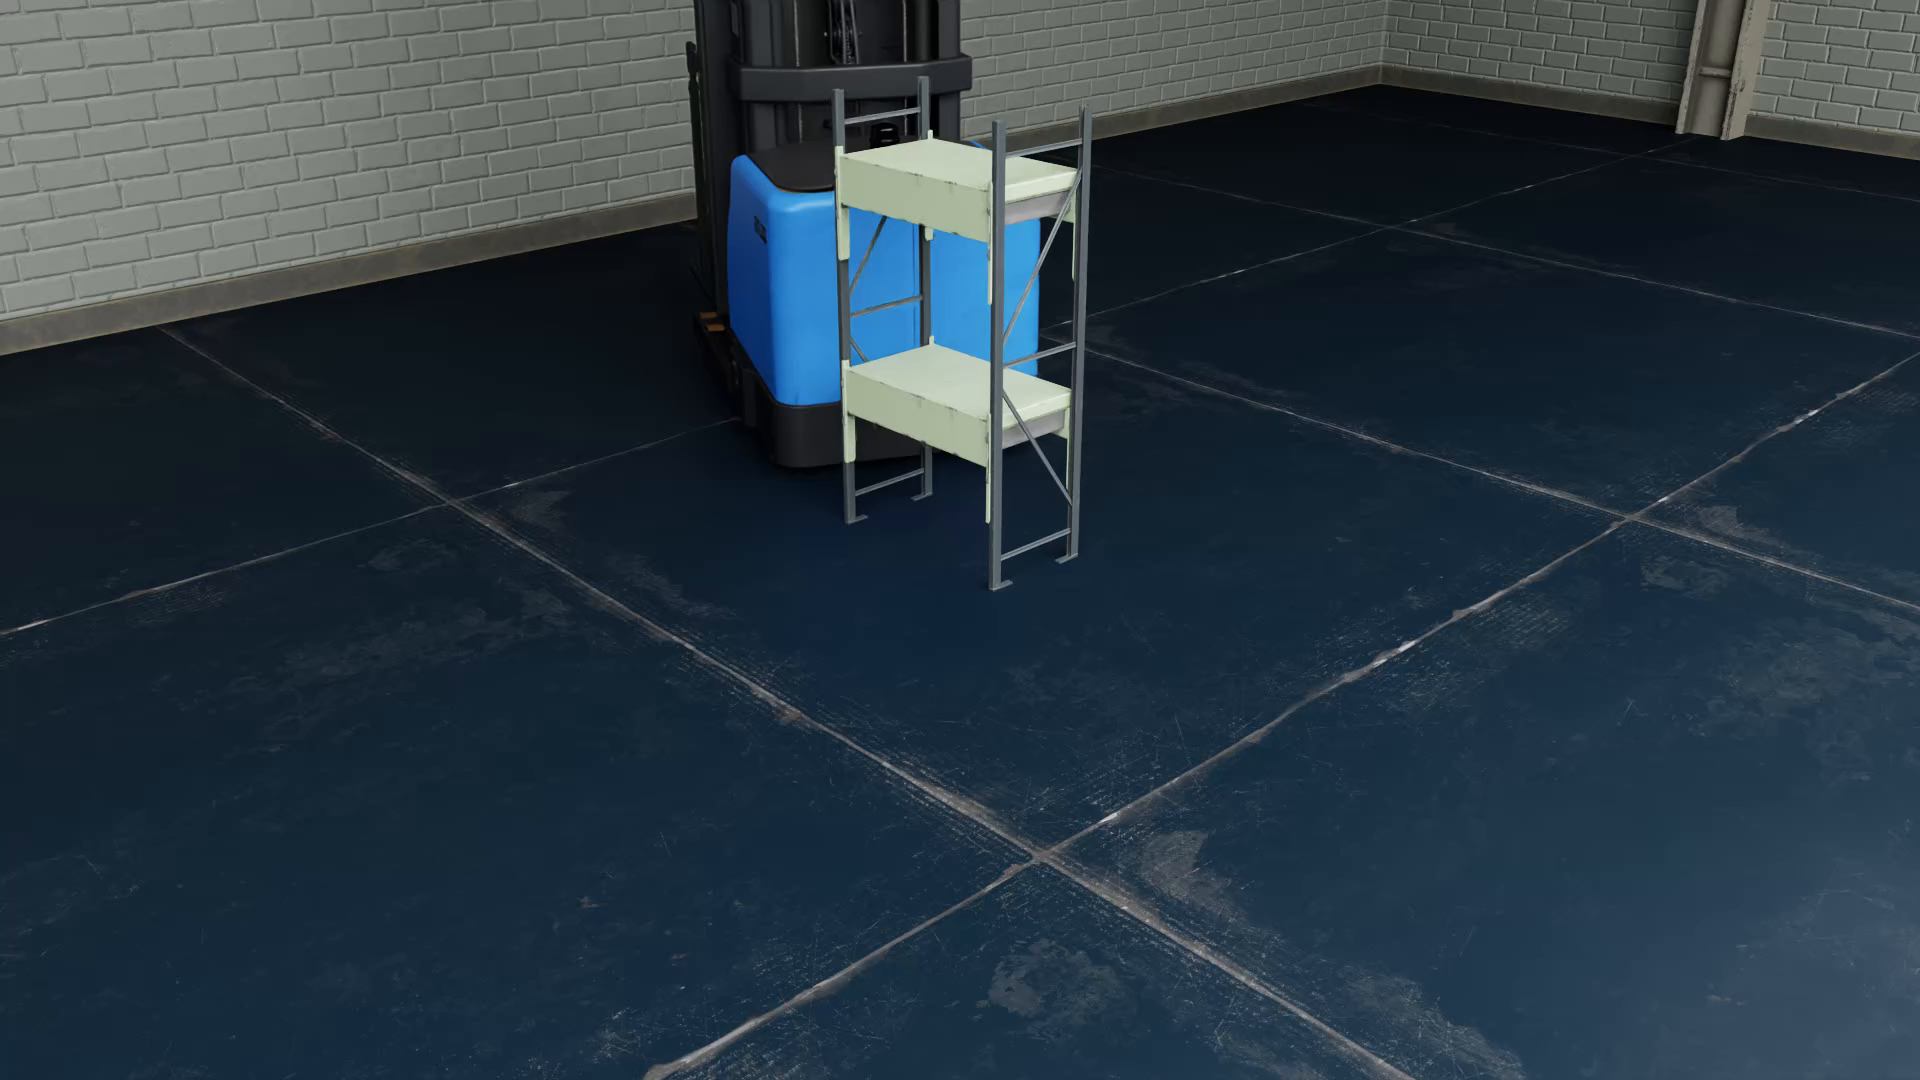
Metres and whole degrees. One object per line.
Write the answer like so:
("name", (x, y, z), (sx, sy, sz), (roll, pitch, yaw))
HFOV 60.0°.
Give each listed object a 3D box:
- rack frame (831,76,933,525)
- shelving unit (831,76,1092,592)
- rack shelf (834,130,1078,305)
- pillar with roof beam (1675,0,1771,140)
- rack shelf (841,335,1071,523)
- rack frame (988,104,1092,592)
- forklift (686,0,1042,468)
("rack frame", (-0.255, -0.795, 5.686), (0.400, 1.500, 0.023), (-21, 32, -38))
("shelving unit", (-0.005, -0.684, 5.443), (0.431, 1.500, 0.755), (-21, 32, -38))
("rack shelf", (-0.005, -1.039, 5.281), (0.431, 0.370, 0.720), (-21, 32, -38))
("pillar with roof beam", (2.438, -5.897, 7.834), (9.100, 9.000, 0.400), (-21, 32, -38))
("rack shelf", (-0.005, -0.388, 5.578), (0.431, 0.370, 0.720), (-21, 32, -38))
("rack frame", (0.246, -0.573, 5.200), (0.400, 1.500, 0.023), (-21, 32, -38))
("forklift", (-0.607, -2.188, 7.016), (1.130, 2.935, 3.031), (-7, 26, -15))
